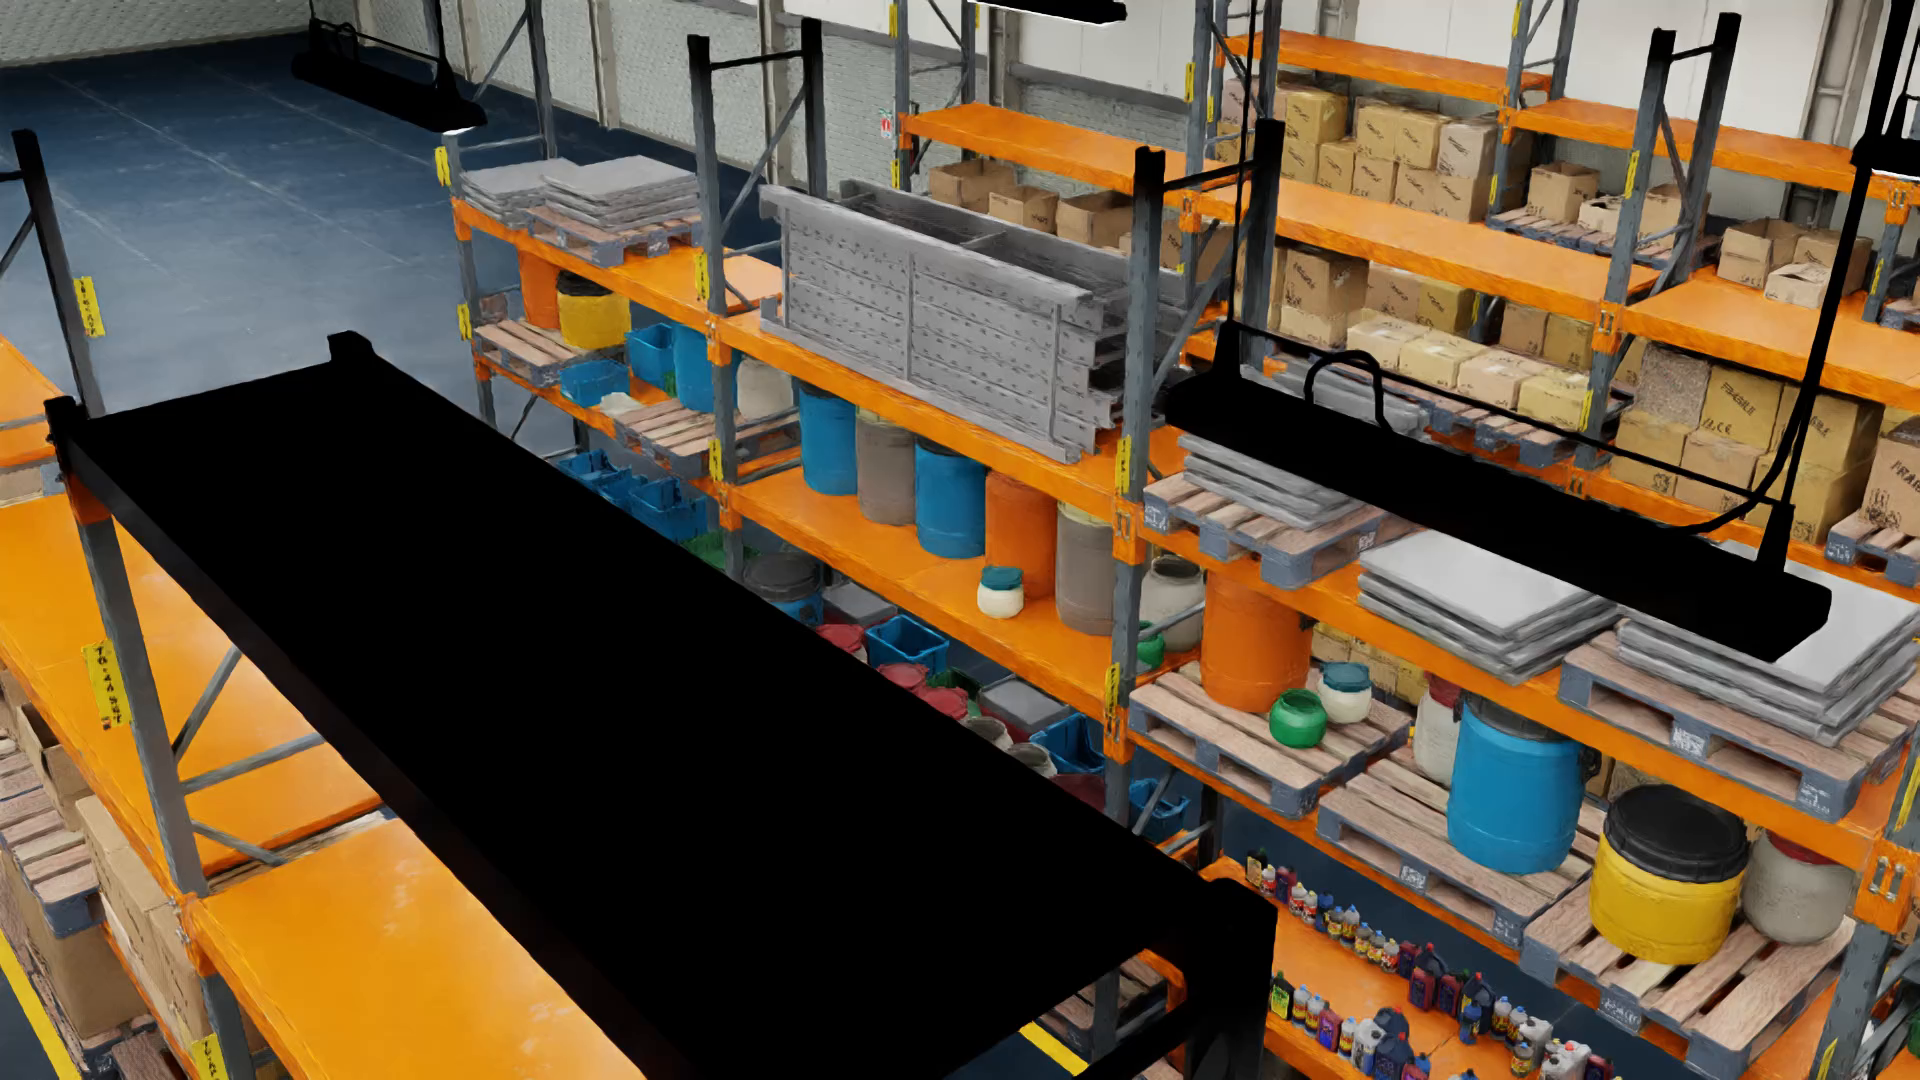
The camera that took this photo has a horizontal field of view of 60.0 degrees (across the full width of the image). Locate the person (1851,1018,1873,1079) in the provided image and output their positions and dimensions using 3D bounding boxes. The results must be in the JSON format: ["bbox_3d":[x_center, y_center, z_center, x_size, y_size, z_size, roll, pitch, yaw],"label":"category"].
[{"bbox_3d":[4.983,3.176,9.537,0.456,1.589,1.088,-20,33,-34],"label":"person"}]
